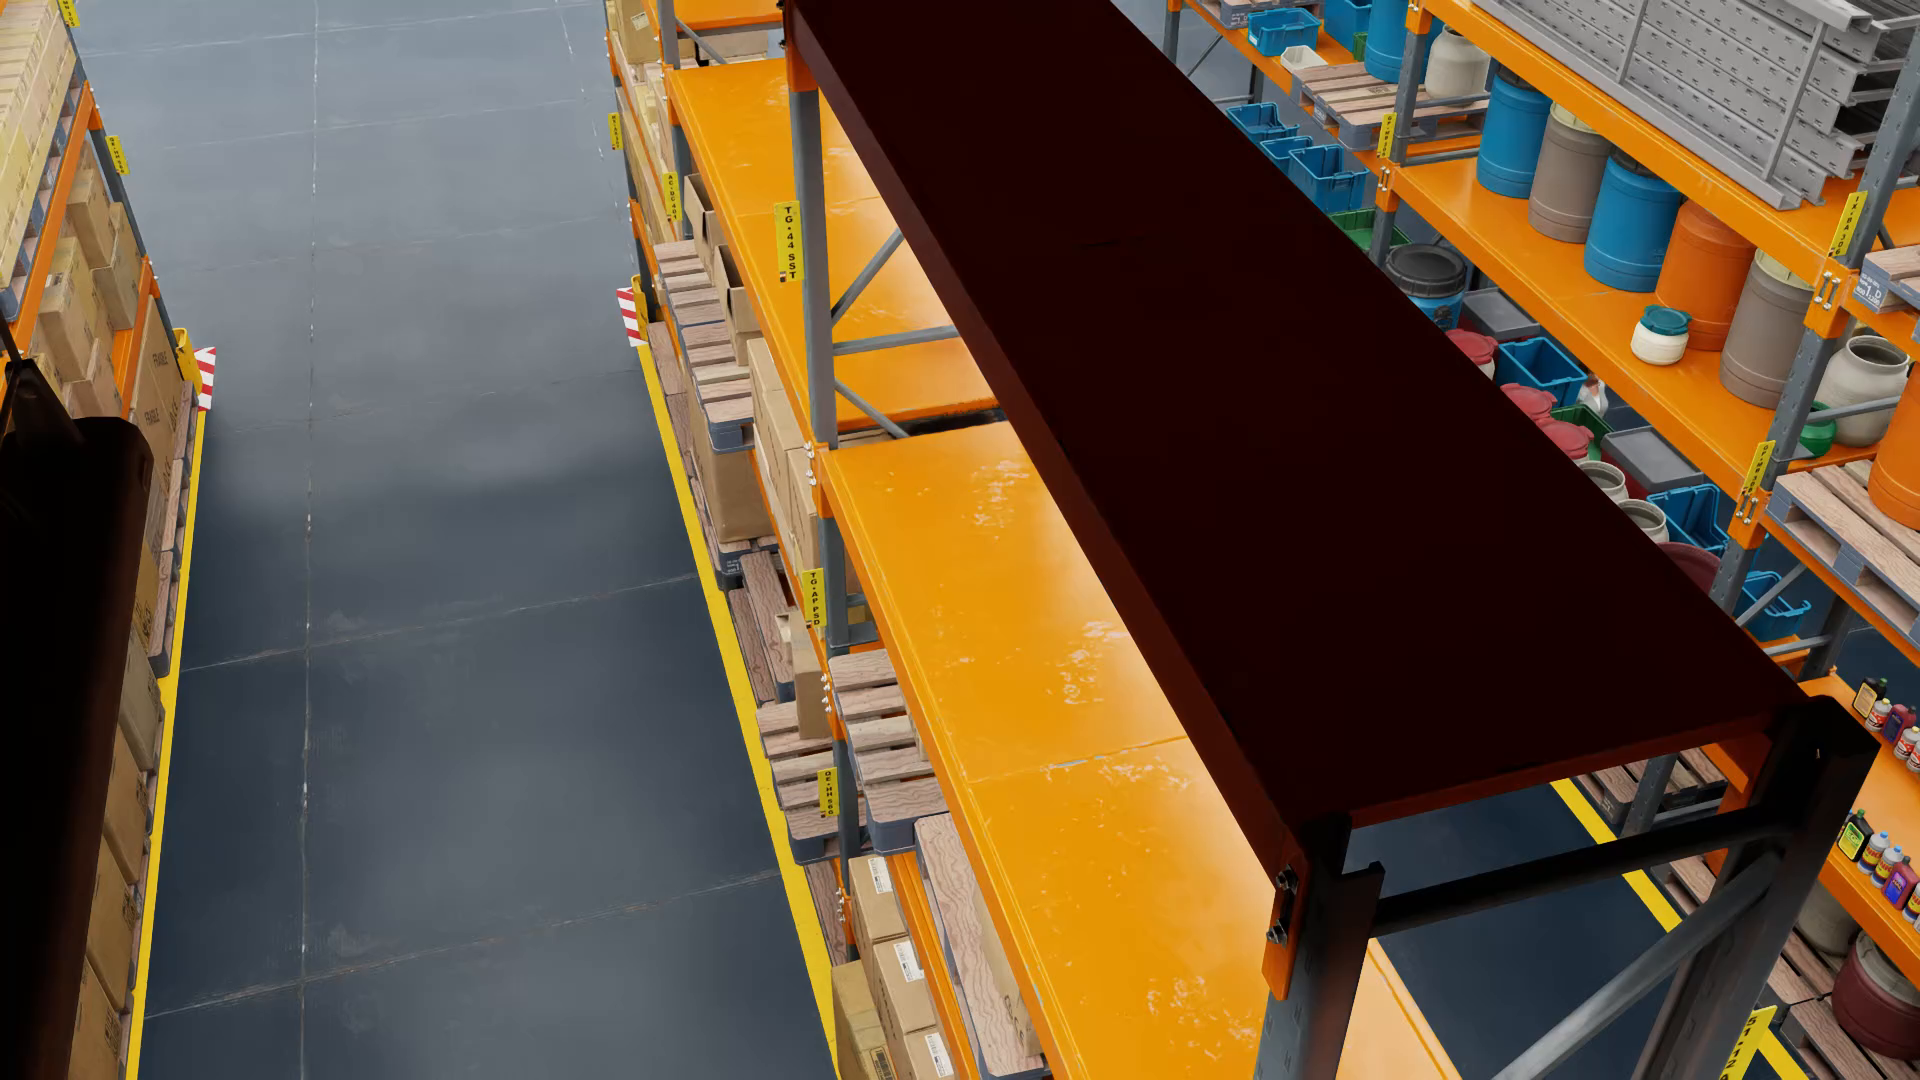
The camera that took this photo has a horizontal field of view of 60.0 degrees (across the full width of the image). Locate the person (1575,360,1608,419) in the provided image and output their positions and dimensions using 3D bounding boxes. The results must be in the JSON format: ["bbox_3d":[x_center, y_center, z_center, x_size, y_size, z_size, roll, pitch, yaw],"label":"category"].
[{"bbox_3d":[4.570,-0.686,12.498,0.477,1.515,0.354,-30,47,-32],"label":"person"}]
